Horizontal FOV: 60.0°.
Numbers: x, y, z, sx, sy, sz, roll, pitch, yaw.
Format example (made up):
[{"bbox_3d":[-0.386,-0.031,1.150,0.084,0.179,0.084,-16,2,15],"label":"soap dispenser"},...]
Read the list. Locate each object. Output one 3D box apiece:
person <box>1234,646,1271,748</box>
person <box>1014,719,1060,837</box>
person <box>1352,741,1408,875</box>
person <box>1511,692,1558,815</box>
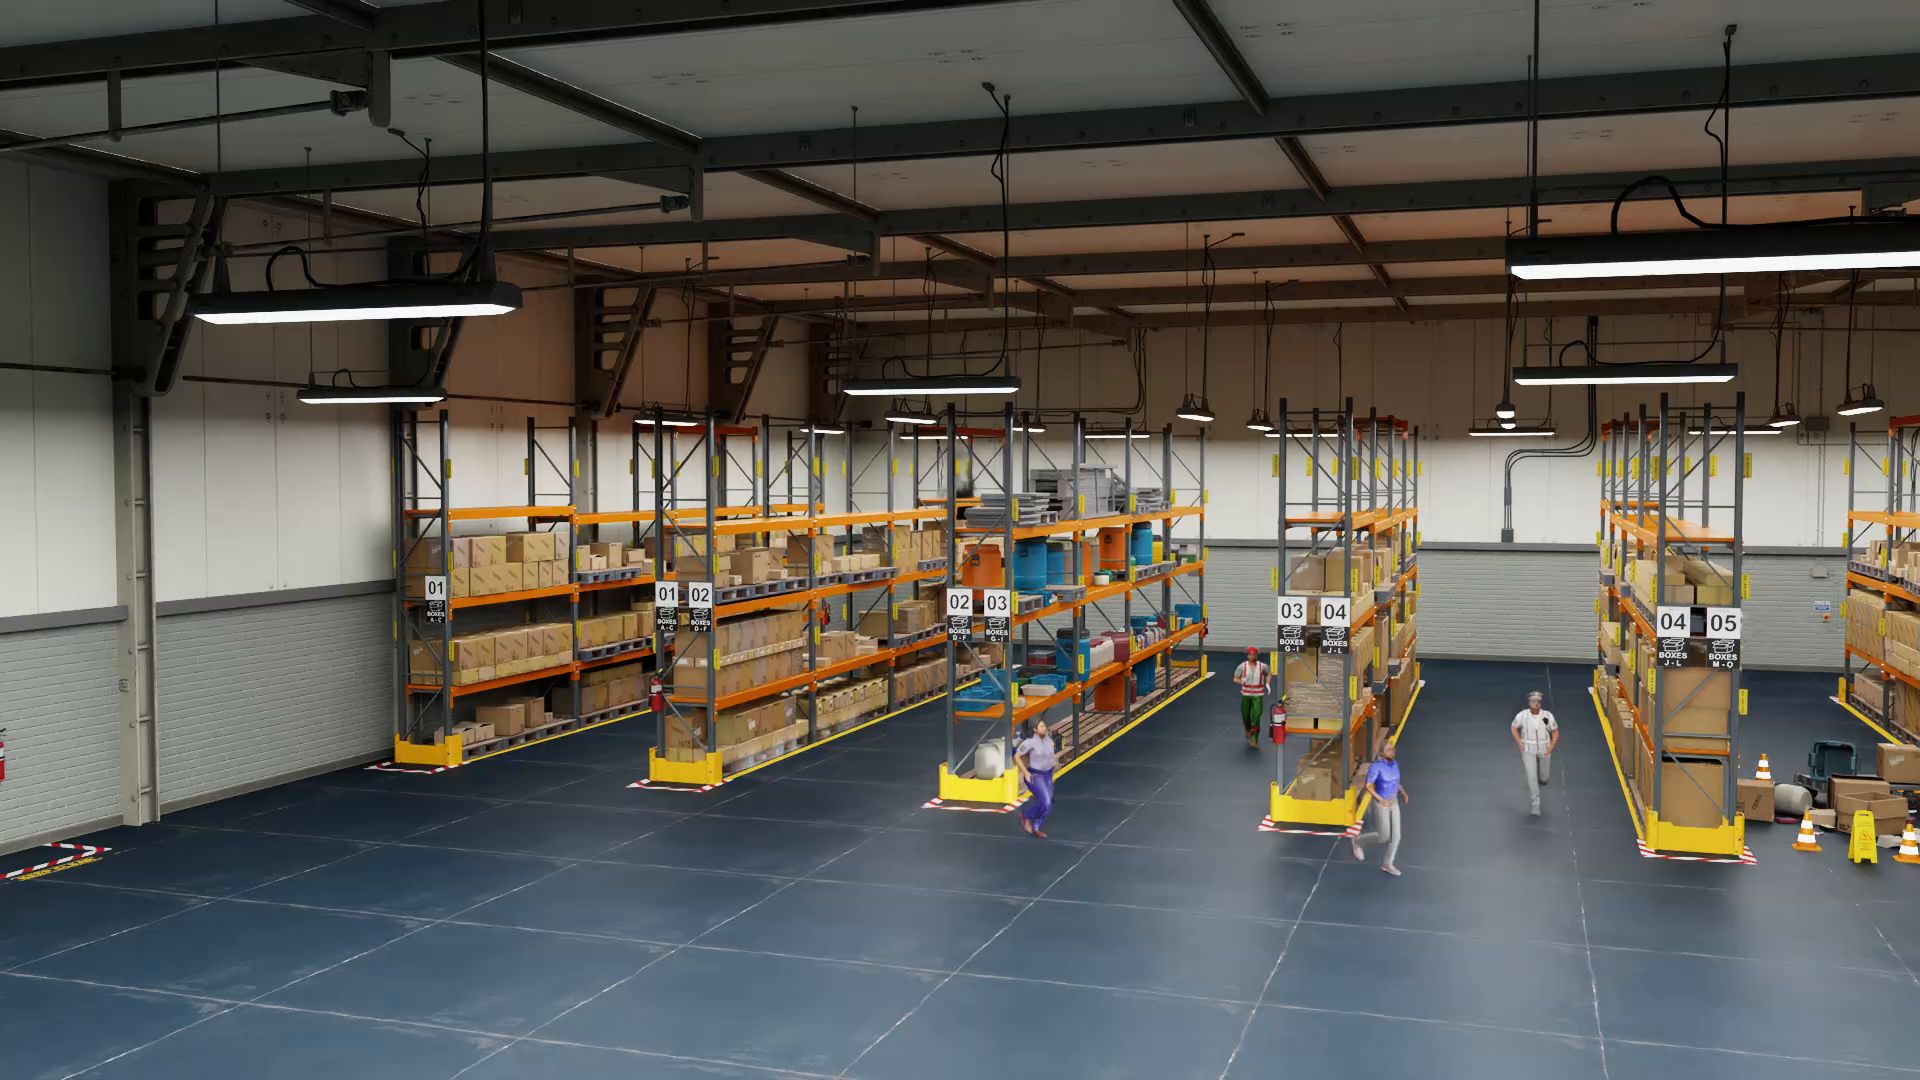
[{"bbox_3d":[5.268,2.803,29.982,0.662,1.766,0.993,1,3,13],"label":"person"},{"bbox_3d":[1.109,3.233,22.513,0.536,1.605,0.603,2,3,42],"label":"person"},{"bbox_3d":[5.265,3.313,20.748,0.581,1.638,0.658,-2,3,-33],"label":"person"},{"bbox_3d":[8.461,3.110,24.460,0.652,1.763,0.937,0,2,7],"label":"person"}]
